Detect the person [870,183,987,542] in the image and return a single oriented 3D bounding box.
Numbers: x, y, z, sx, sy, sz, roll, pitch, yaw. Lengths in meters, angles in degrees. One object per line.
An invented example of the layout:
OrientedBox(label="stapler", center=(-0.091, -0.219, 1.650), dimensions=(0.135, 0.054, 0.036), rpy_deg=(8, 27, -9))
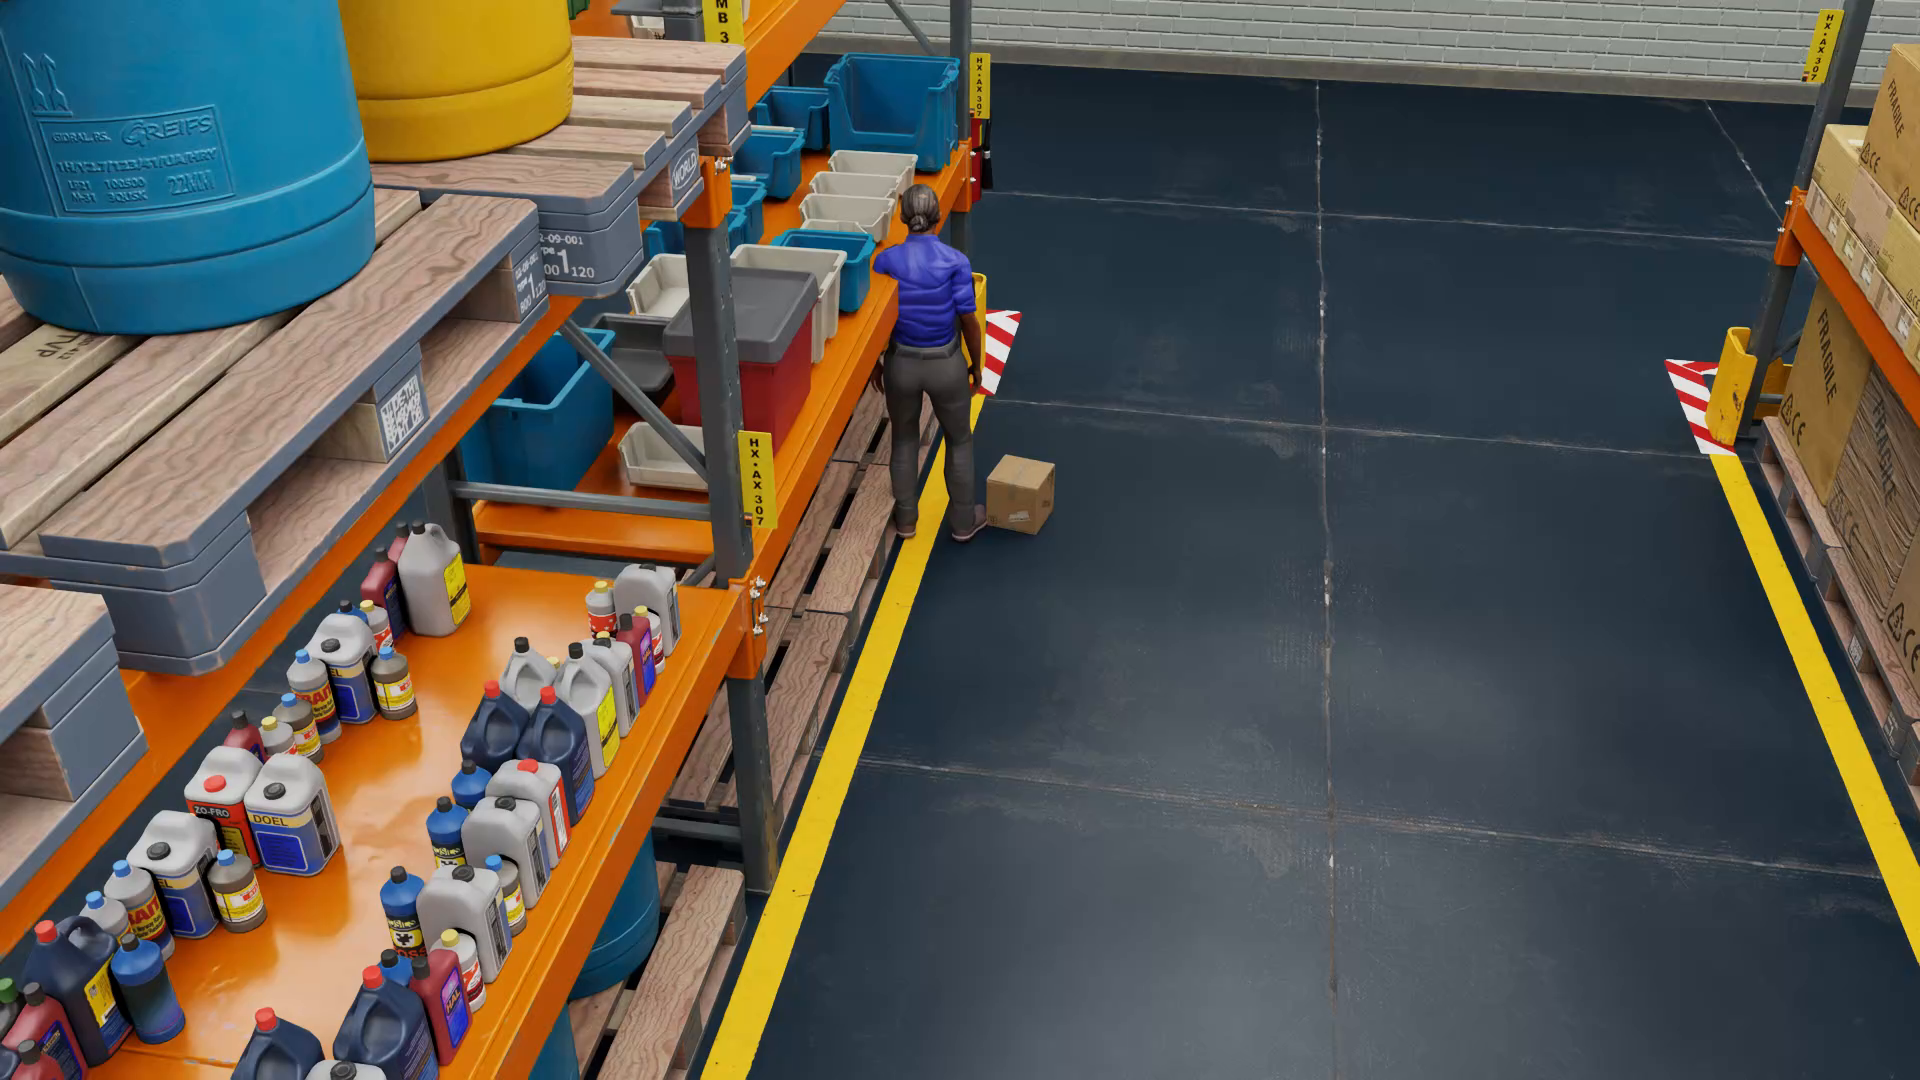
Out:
OrientedBox(label="person", center=(-0.137, -0.753, 7.320), dimensions=(0.534, 1.655, 0.347), rpy_deg=(3, 33, 5))
